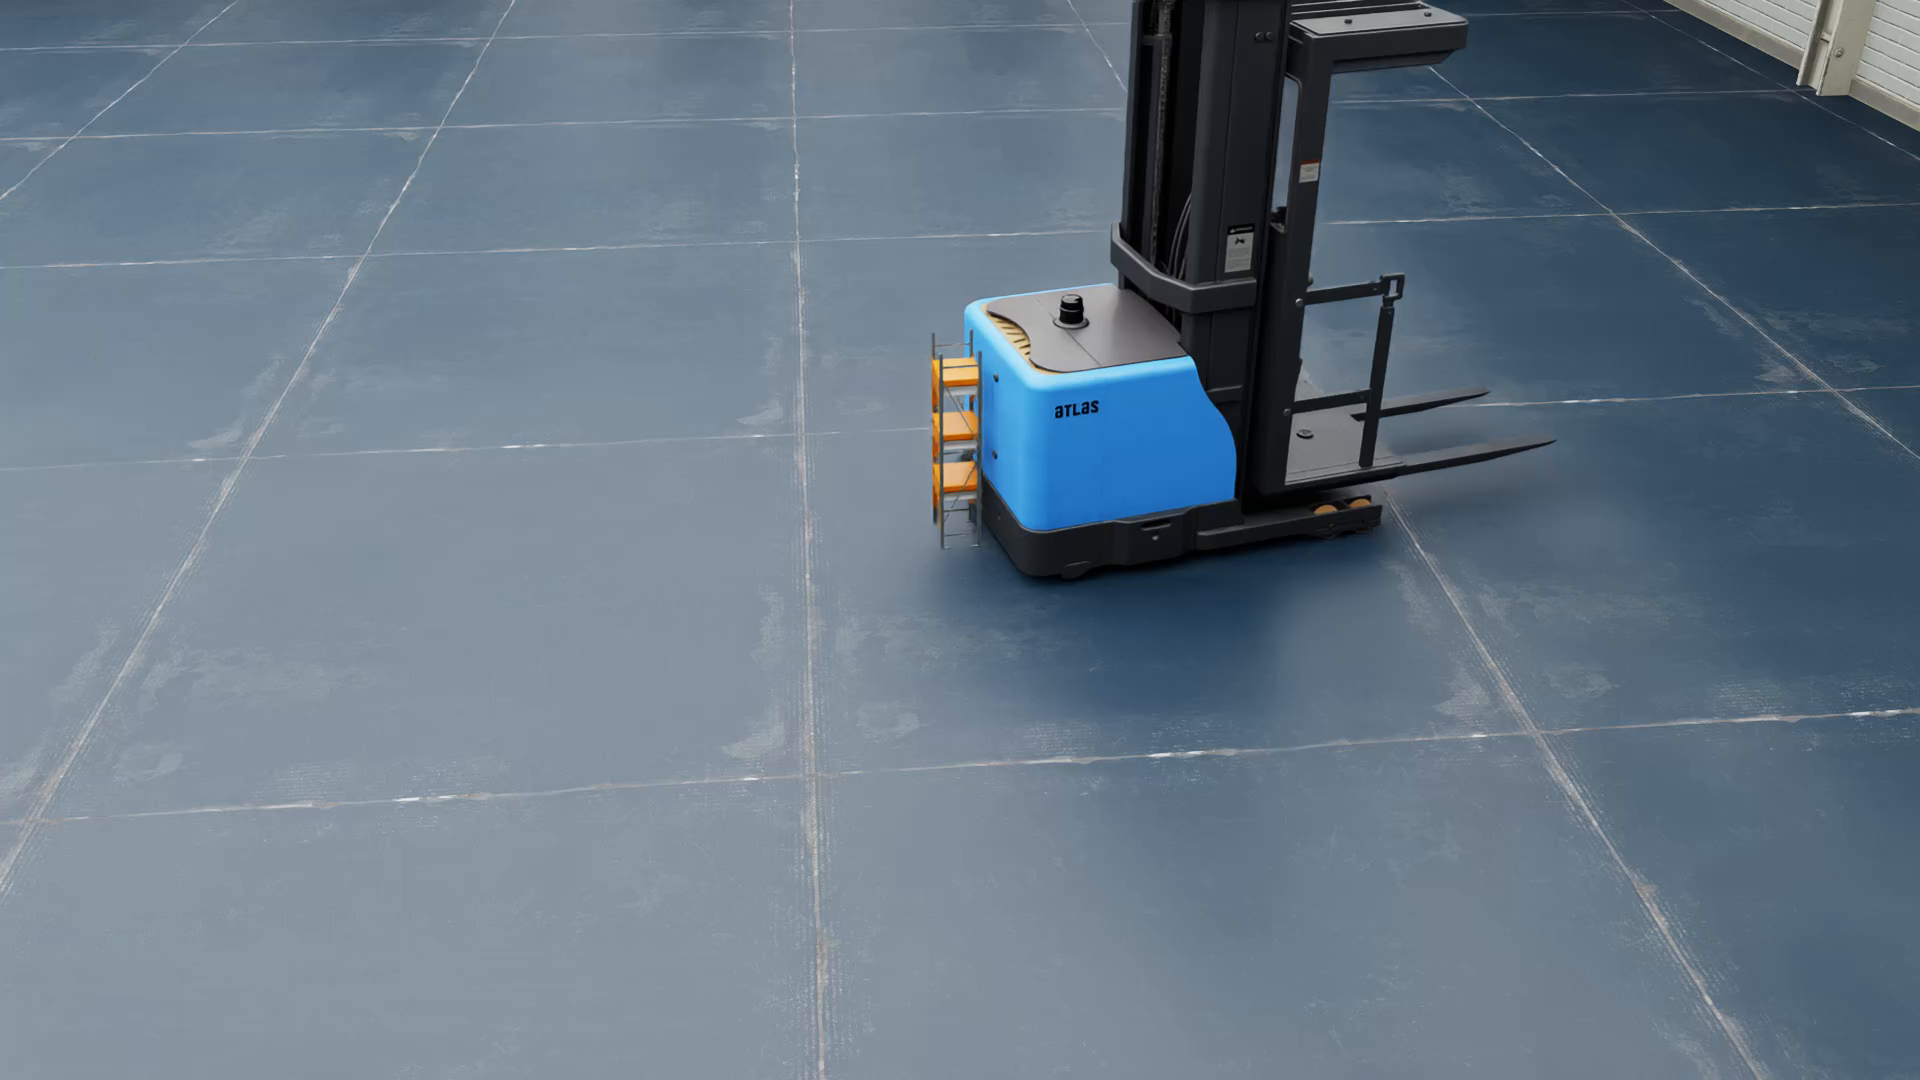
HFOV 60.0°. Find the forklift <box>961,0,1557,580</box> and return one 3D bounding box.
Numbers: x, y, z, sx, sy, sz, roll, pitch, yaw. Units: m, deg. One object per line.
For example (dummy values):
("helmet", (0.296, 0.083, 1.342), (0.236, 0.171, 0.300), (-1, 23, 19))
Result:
("forklift", (1.581, -1.510, 7.919), (3.031, 2.935, 1.130), (-10, 32, -16))

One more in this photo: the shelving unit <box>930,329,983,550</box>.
("shelving unit", (-0.016, -0.474, 8.020), (0.215, 1.050, 0.252), (-5, 31, -8))

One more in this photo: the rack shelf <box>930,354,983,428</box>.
("rack shelf", (-0.016, -0.709, 7.880), (0.215, 0.259, 0.240), (-5, 31, -8))

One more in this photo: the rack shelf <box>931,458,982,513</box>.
("rack shelf", (-0.016, -0.227, 8.168), (0.215, 0.259, 0.240), (-5, 31, -8))

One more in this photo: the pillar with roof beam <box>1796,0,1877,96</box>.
("pillar with roof beam", (3.559, -7.755, 12.458), (9.100, 9.000, 0.400), (-3, 31, -5))

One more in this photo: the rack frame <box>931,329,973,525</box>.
("rack frame", (-0.035, -0.536, 8.124), (0.200, 1.050, 0.008), (-5, 31, -8))

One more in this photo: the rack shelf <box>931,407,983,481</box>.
("rack shelf", (-0.016, -0.465, 8.026), (0.215, 0.259, 0.240), (-5, 31, -8))

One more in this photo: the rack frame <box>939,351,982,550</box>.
("rack frame", (0.003, -0.413, 7.917), (0.200, 1.050, 0.008), (-5, 31, -8))
